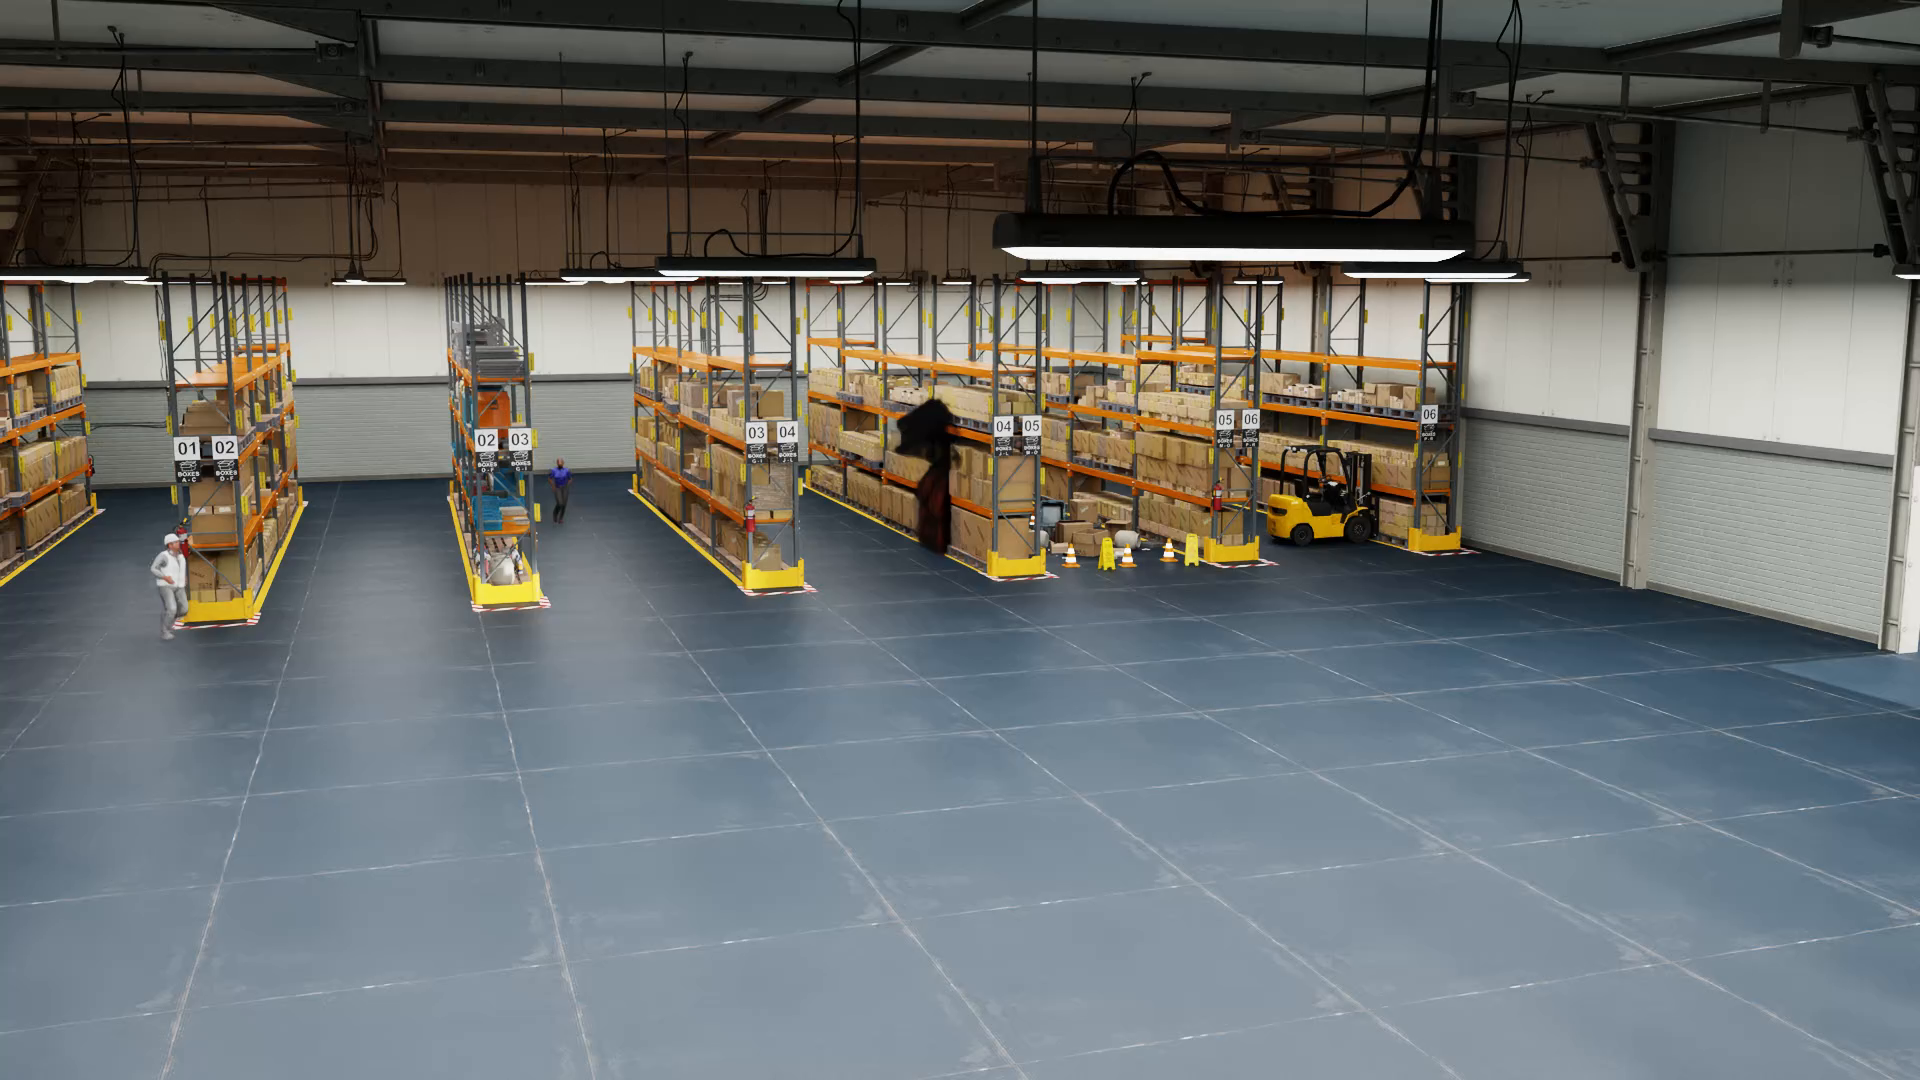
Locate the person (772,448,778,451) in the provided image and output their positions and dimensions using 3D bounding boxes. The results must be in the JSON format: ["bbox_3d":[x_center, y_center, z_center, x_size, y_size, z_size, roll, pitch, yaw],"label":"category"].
[{"bbox_3d":[-5.200,-2.287,47.317,0.667,1.784,0.957,-2,9,-13],"label":"person"}]

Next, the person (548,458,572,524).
[{"bbox_3d":[-9.718,-1.192,40.579,0.561,1.621,0.573,-4,9,-23],"label":"person"}]

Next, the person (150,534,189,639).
[{"bbox_3d":[-13.080,0.751,27.594,0.567,1.694,0.666,4,10,25],"label":"person"}]
